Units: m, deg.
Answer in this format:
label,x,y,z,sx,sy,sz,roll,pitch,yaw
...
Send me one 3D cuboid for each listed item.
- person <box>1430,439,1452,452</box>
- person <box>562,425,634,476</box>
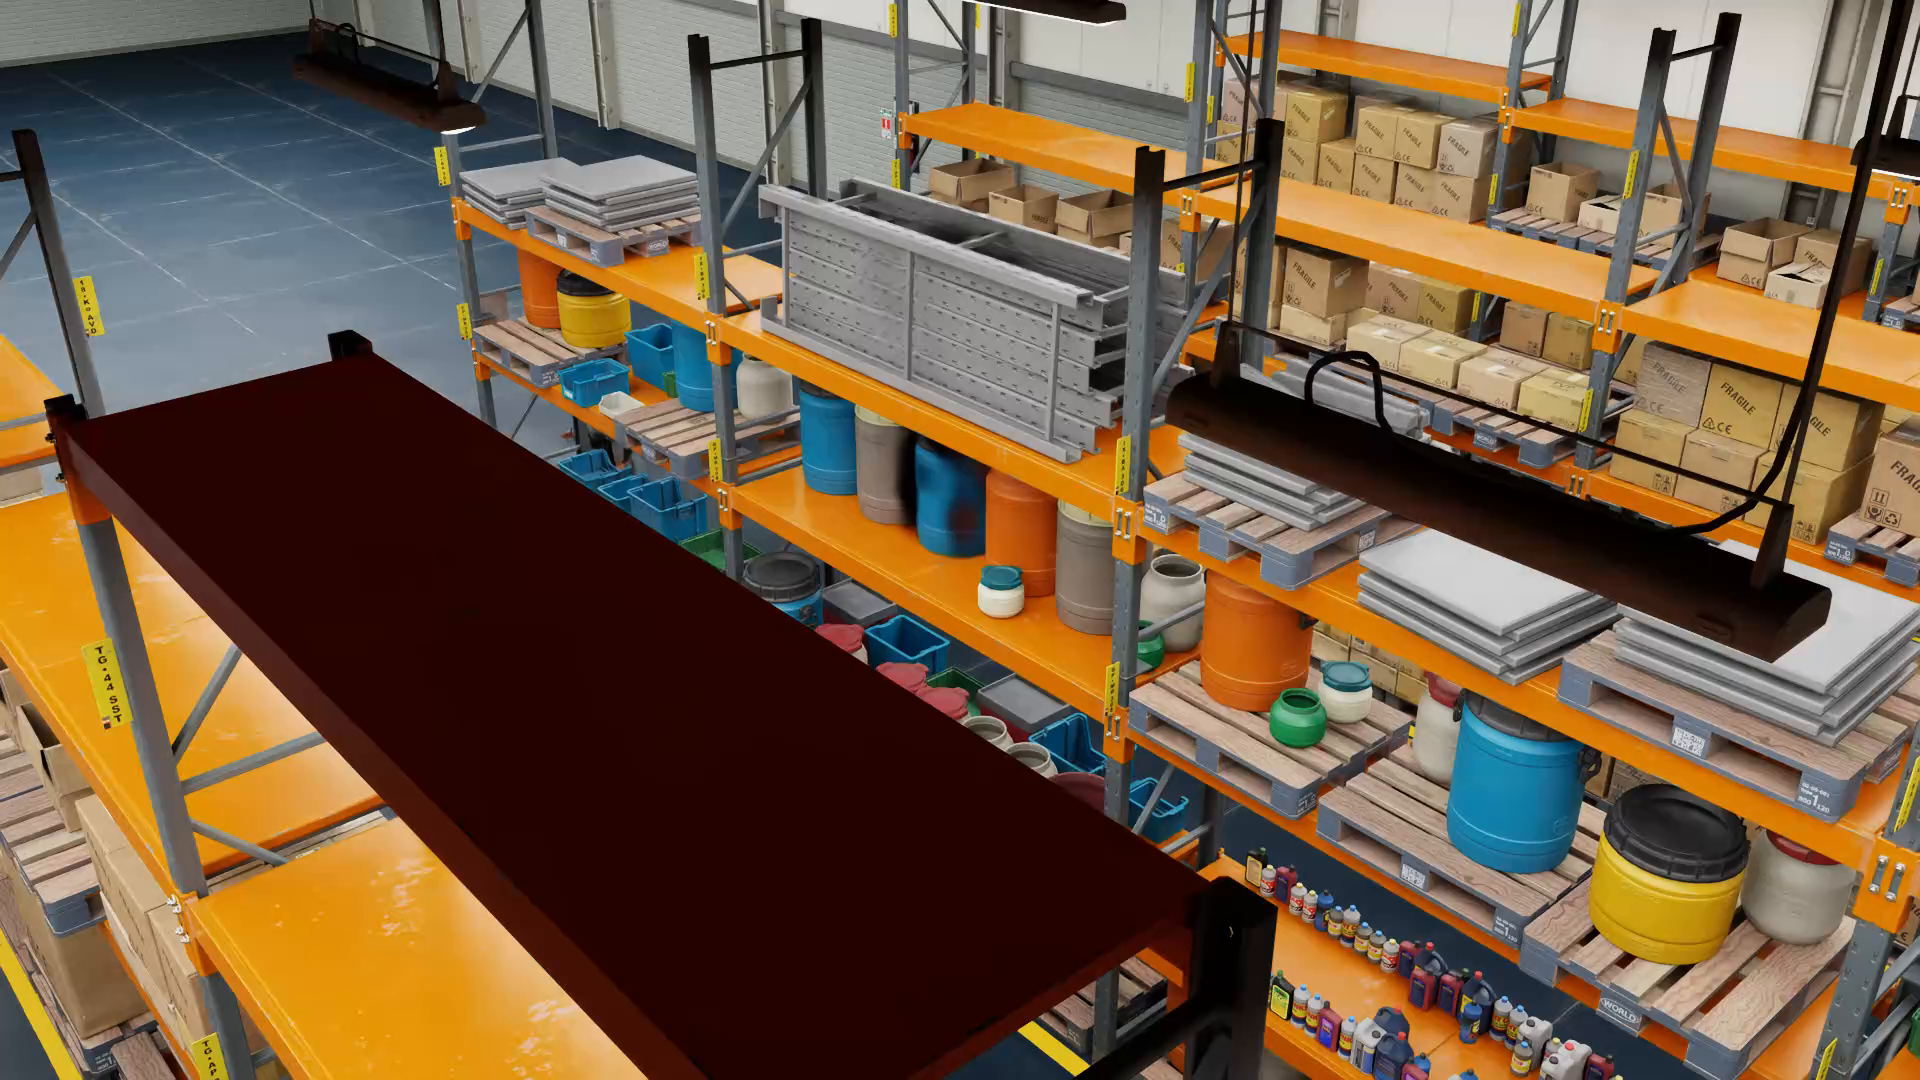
label,x,y,z,sx,sy,sz,roll,pitch,yaw
person,4.924,-0.898,17.525,0.899,1.746,0.717,-1,27,-1
person,-3.607,-0.742,17.165,1.026,1.763,0.604,2,27,4
